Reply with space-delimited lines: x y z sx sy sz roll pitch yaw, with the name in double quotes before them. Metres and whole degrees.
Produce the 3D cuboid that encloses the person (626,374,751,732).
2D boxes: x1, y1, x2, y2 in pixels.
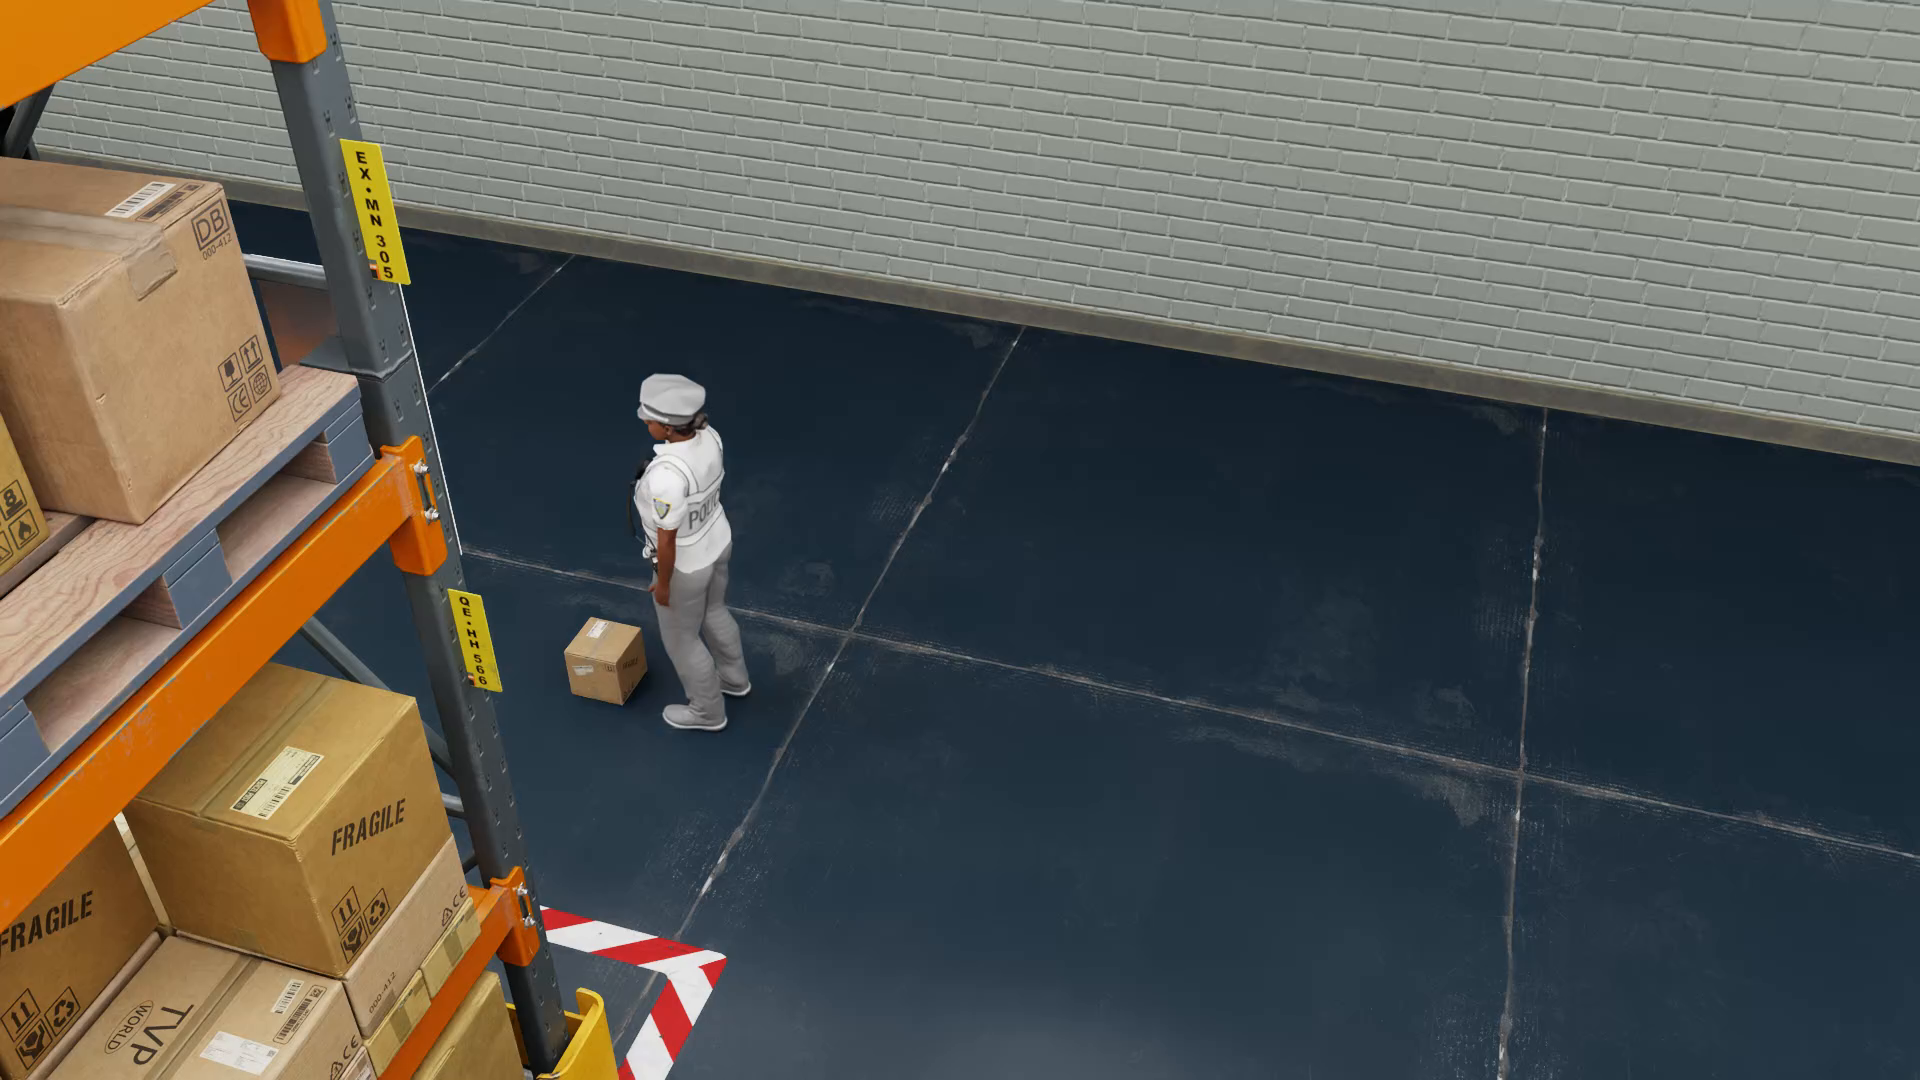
"person" -1.118 0.071 6.793 0.341 1.672 0.438 12 39 15
